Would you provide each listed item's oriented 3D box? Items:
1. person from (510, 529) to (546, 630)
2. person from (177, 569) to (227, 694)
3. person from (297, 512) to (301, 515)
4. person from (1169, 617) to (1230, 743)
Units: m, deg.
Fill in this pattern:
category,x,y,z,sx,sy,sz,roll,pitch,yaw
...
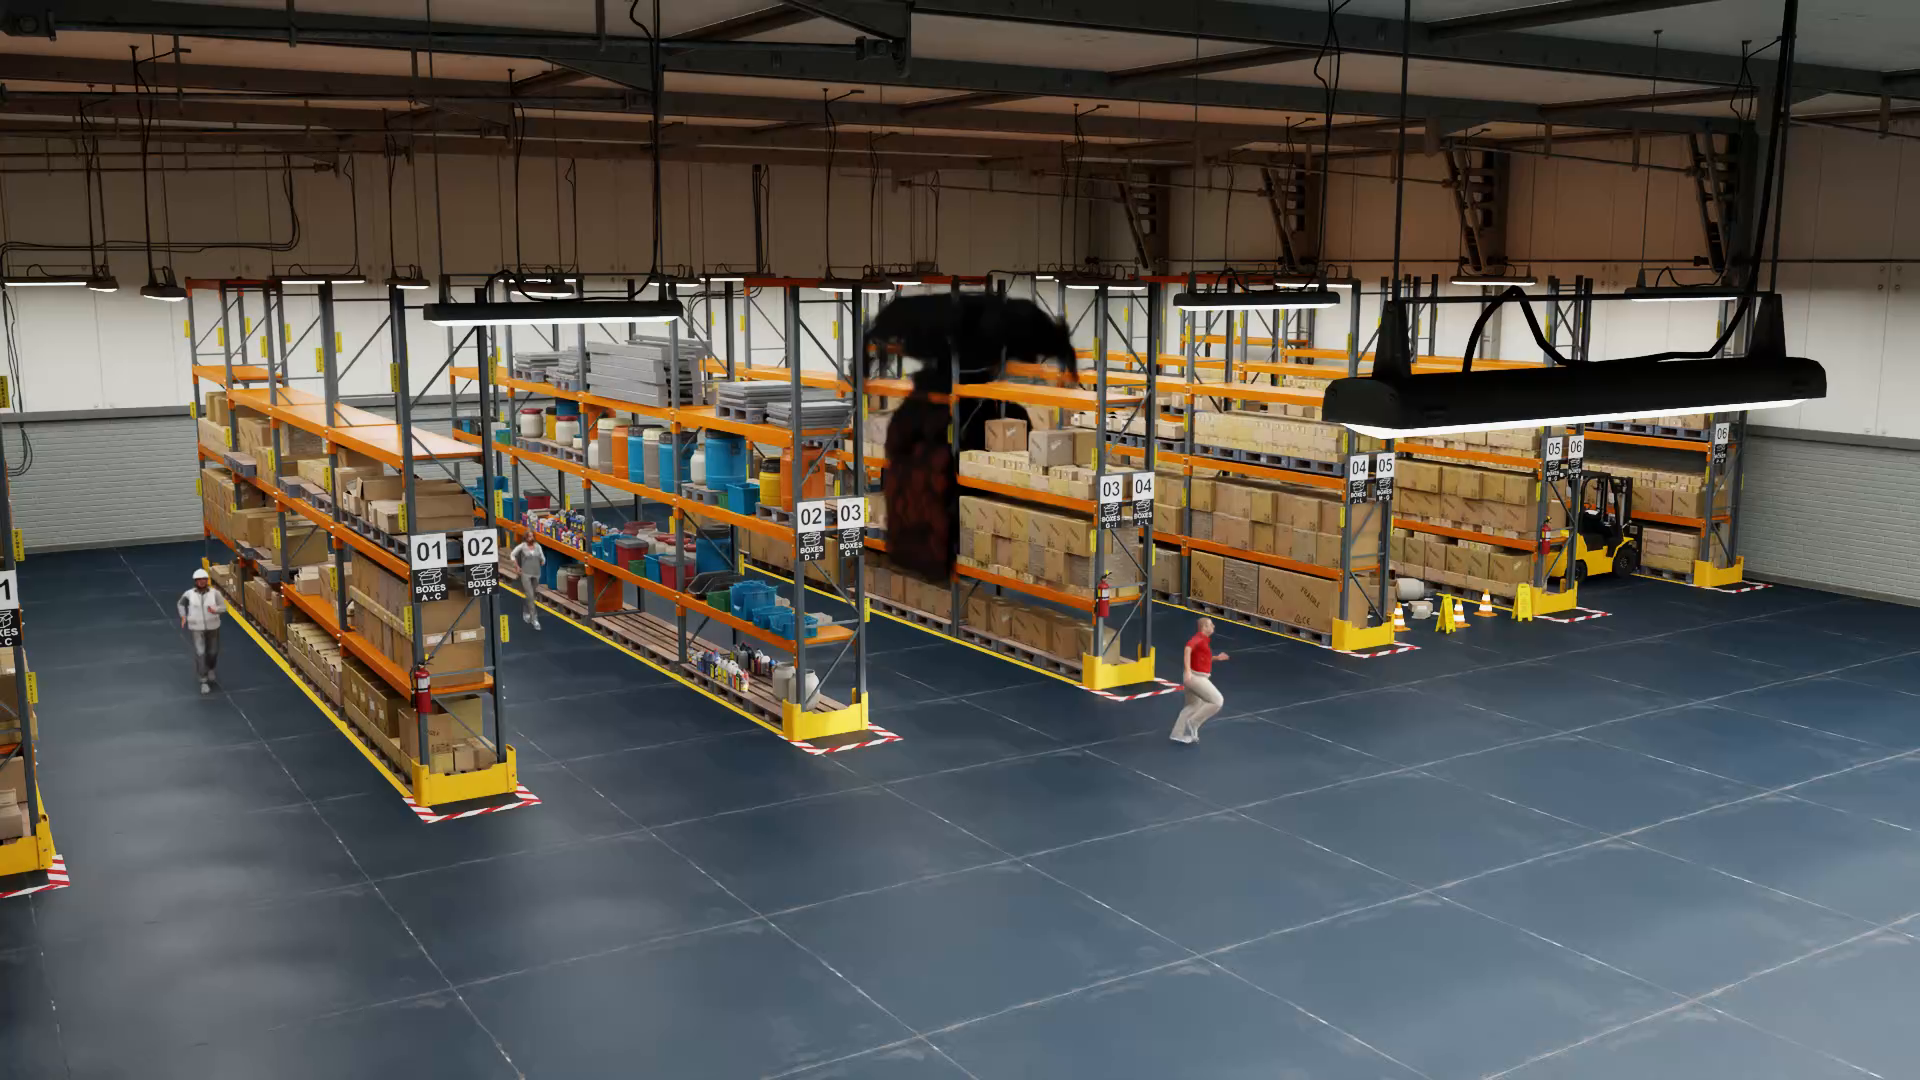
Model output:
category,x,y,z,sx,sy,sz,roll,pitch,yaw
person,-7.136,0.622,27.642,0.539,1.619,0.807,-7,12,-37
person,-11.220,1.315,24.698,0.645,1.785,0.894,-6,11,-31
person,-13.663,-0.260,34.434,0.912,1.718,0.705,0,10,-1
person,3.165,1.849,21.860,0.774,1.678,0.701,0,10,1
